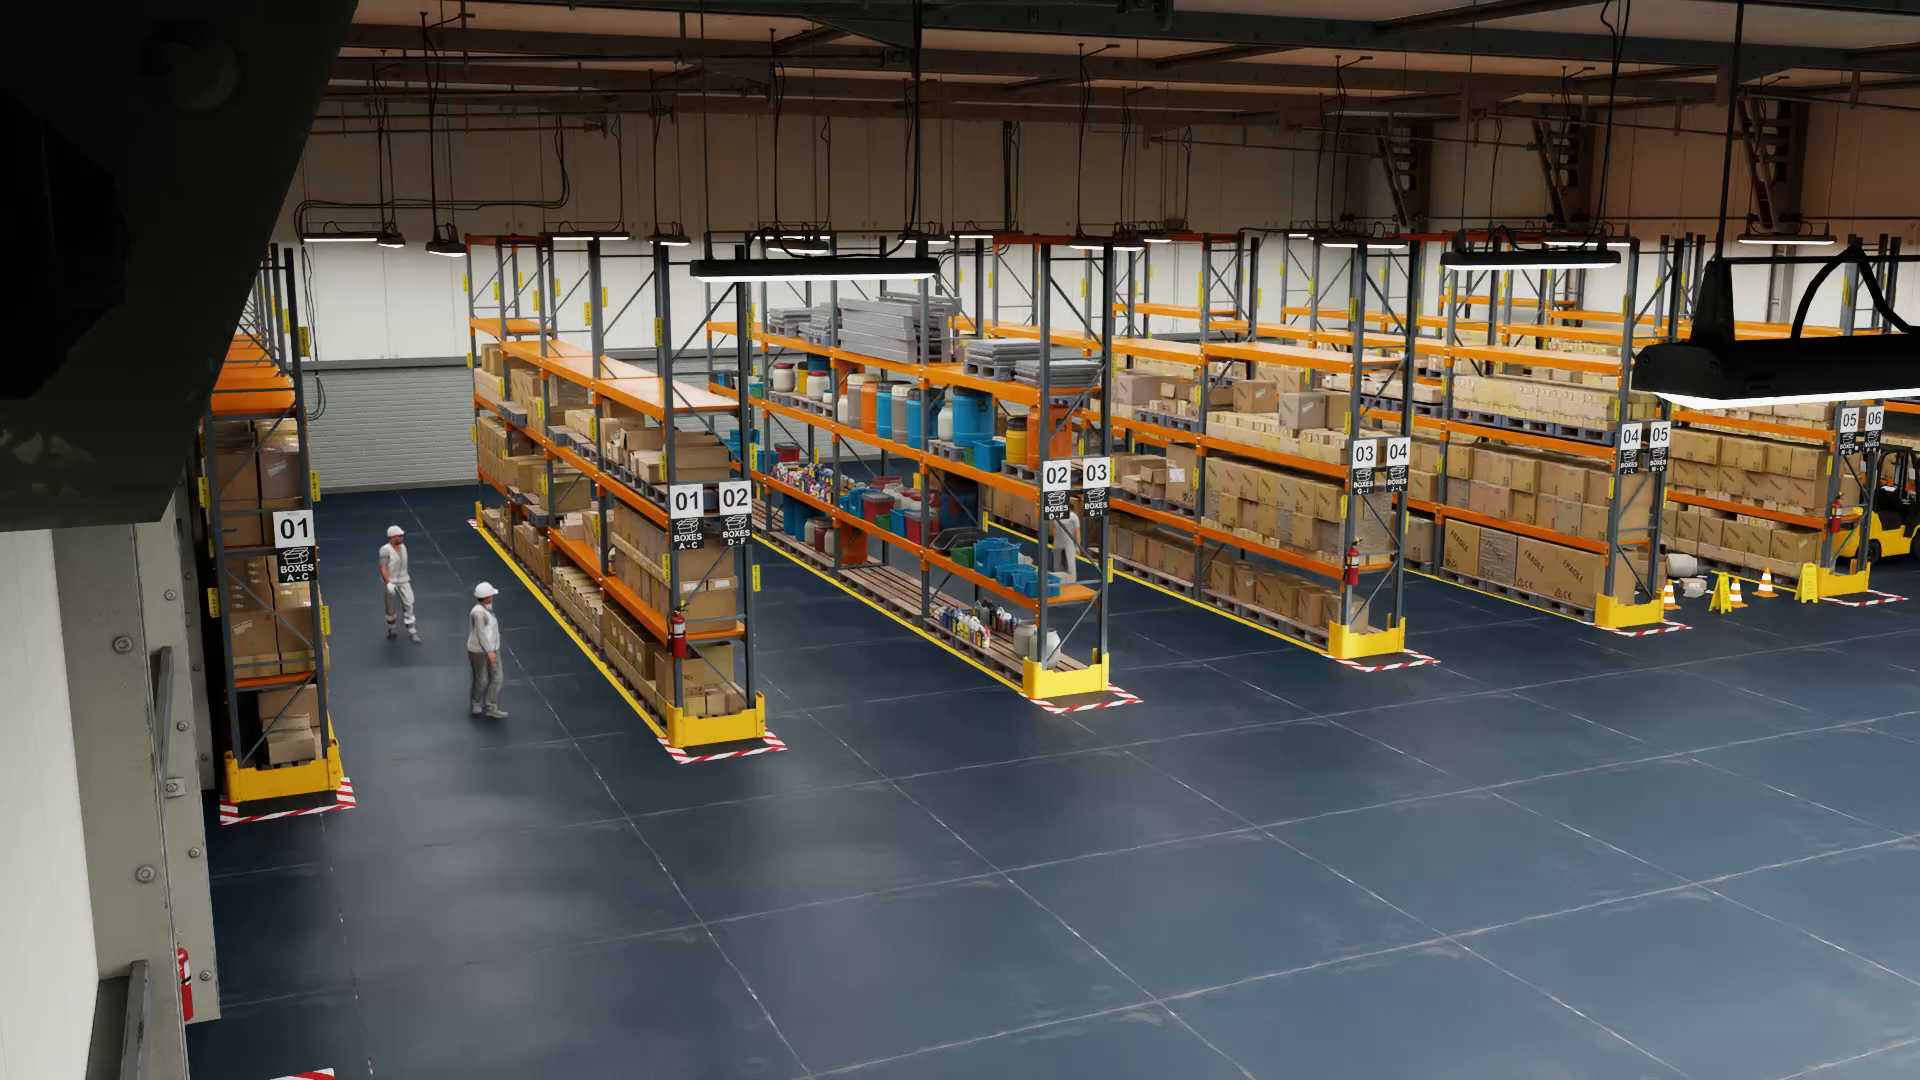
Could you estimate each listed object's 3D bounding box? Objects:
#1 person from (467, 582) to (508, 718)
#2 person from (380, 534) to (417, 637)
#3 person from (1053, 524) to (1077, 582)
[{"bbox_3d":[-6.083,1.417,21.269,0.669,1.779,0.523,4,12,22],"label":"person"},{"bbox_3d":[-8.541,0.635,25.143,0.467,1.632,0.865,-6,13,-30],"label":"person"},{"bbox_3d":[1.726,0.316,26.822,0.480,1.238,0.829,4,12,20],"label":"person"}]
